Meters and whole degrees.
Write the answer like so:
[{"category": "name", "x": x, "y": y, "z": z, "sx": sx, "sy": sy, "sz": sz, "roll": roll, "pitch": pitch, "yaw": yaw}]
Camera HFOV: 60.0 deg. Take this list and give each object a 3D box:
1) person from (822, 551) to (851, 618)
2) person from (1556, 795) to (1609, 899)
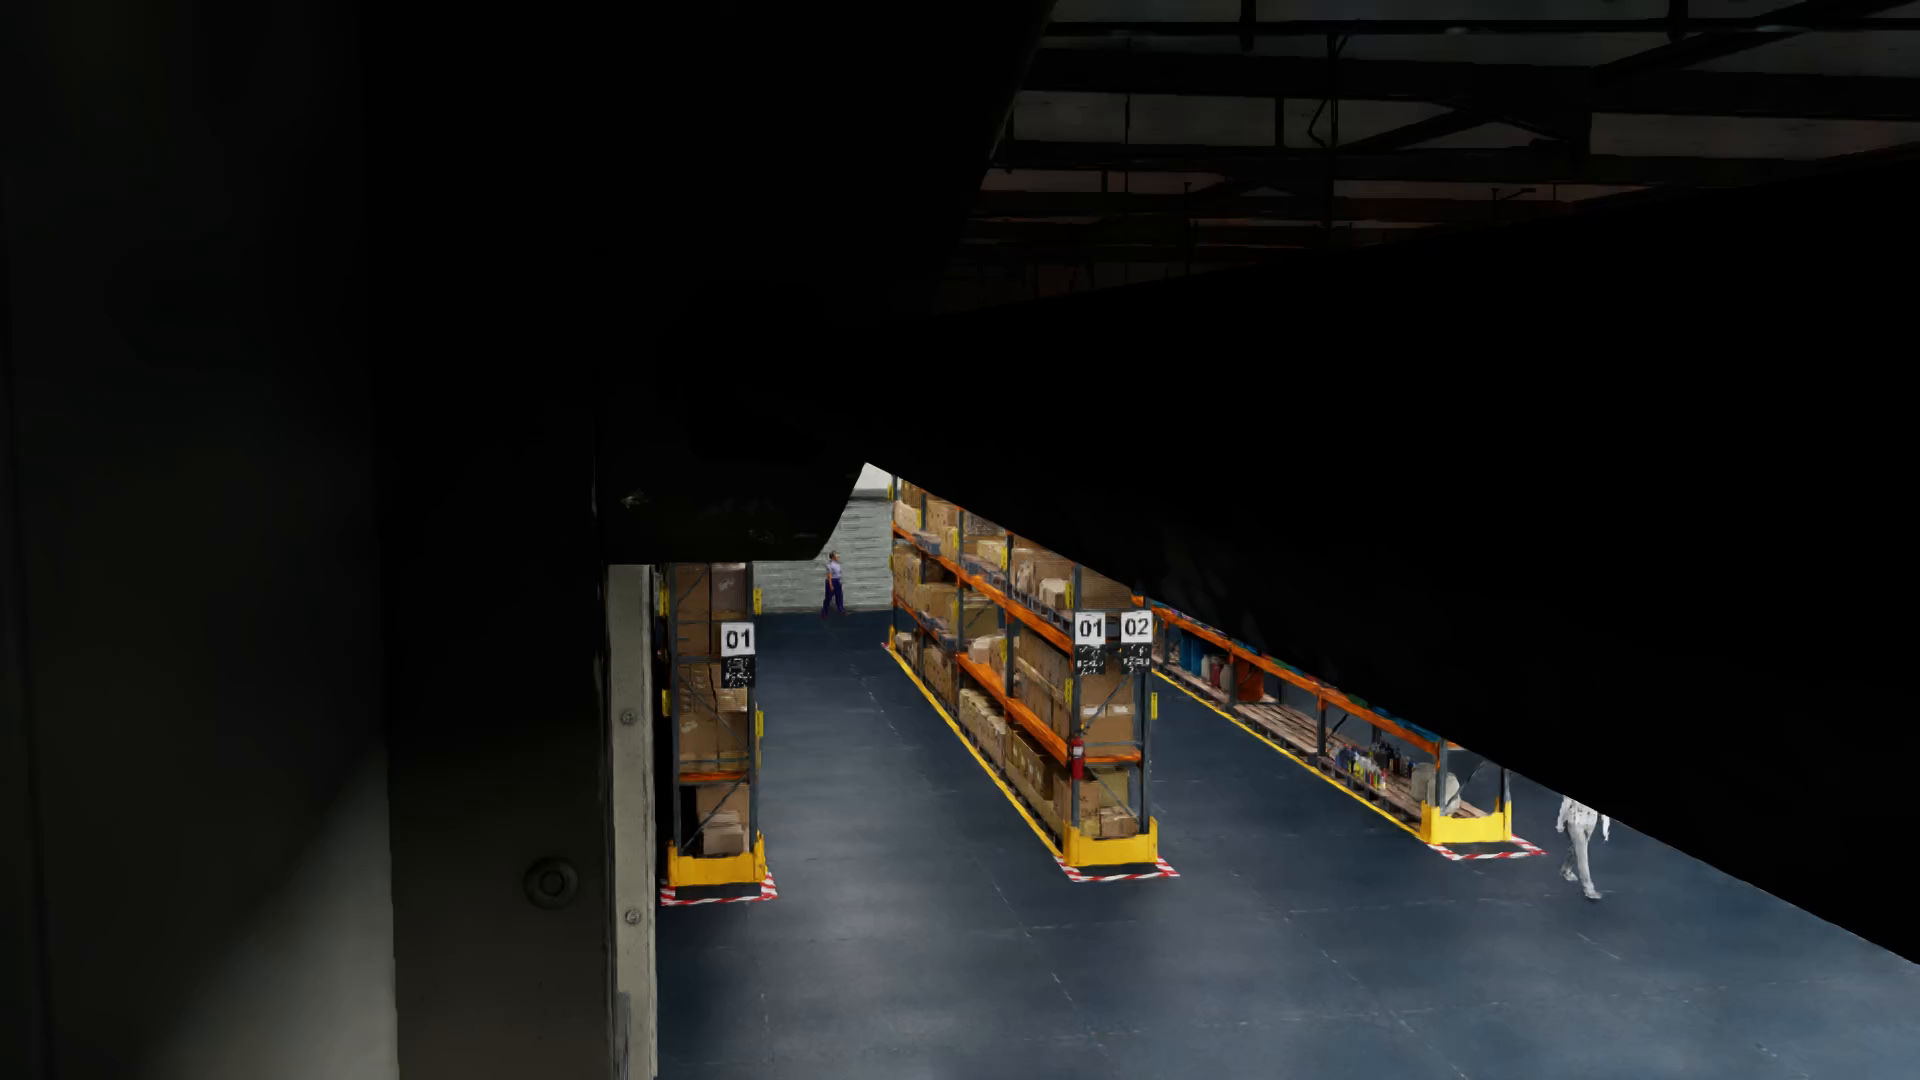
[{"category": "person", "x": -3.093, "y": 1.078, "z": 41.002, "sx": 0.559, "sy": 1.640, "sz": 0.733, "roll": 3, "pitch": 7, "yaw": 25}, {"category": "person", "x": 7.453, "y": 3.376, "z": 19.818, "sx": 0.502, "sy": 1.624, "sz": 0.989, "roll": -1, "pitch": 6, "yaw": -11}]
